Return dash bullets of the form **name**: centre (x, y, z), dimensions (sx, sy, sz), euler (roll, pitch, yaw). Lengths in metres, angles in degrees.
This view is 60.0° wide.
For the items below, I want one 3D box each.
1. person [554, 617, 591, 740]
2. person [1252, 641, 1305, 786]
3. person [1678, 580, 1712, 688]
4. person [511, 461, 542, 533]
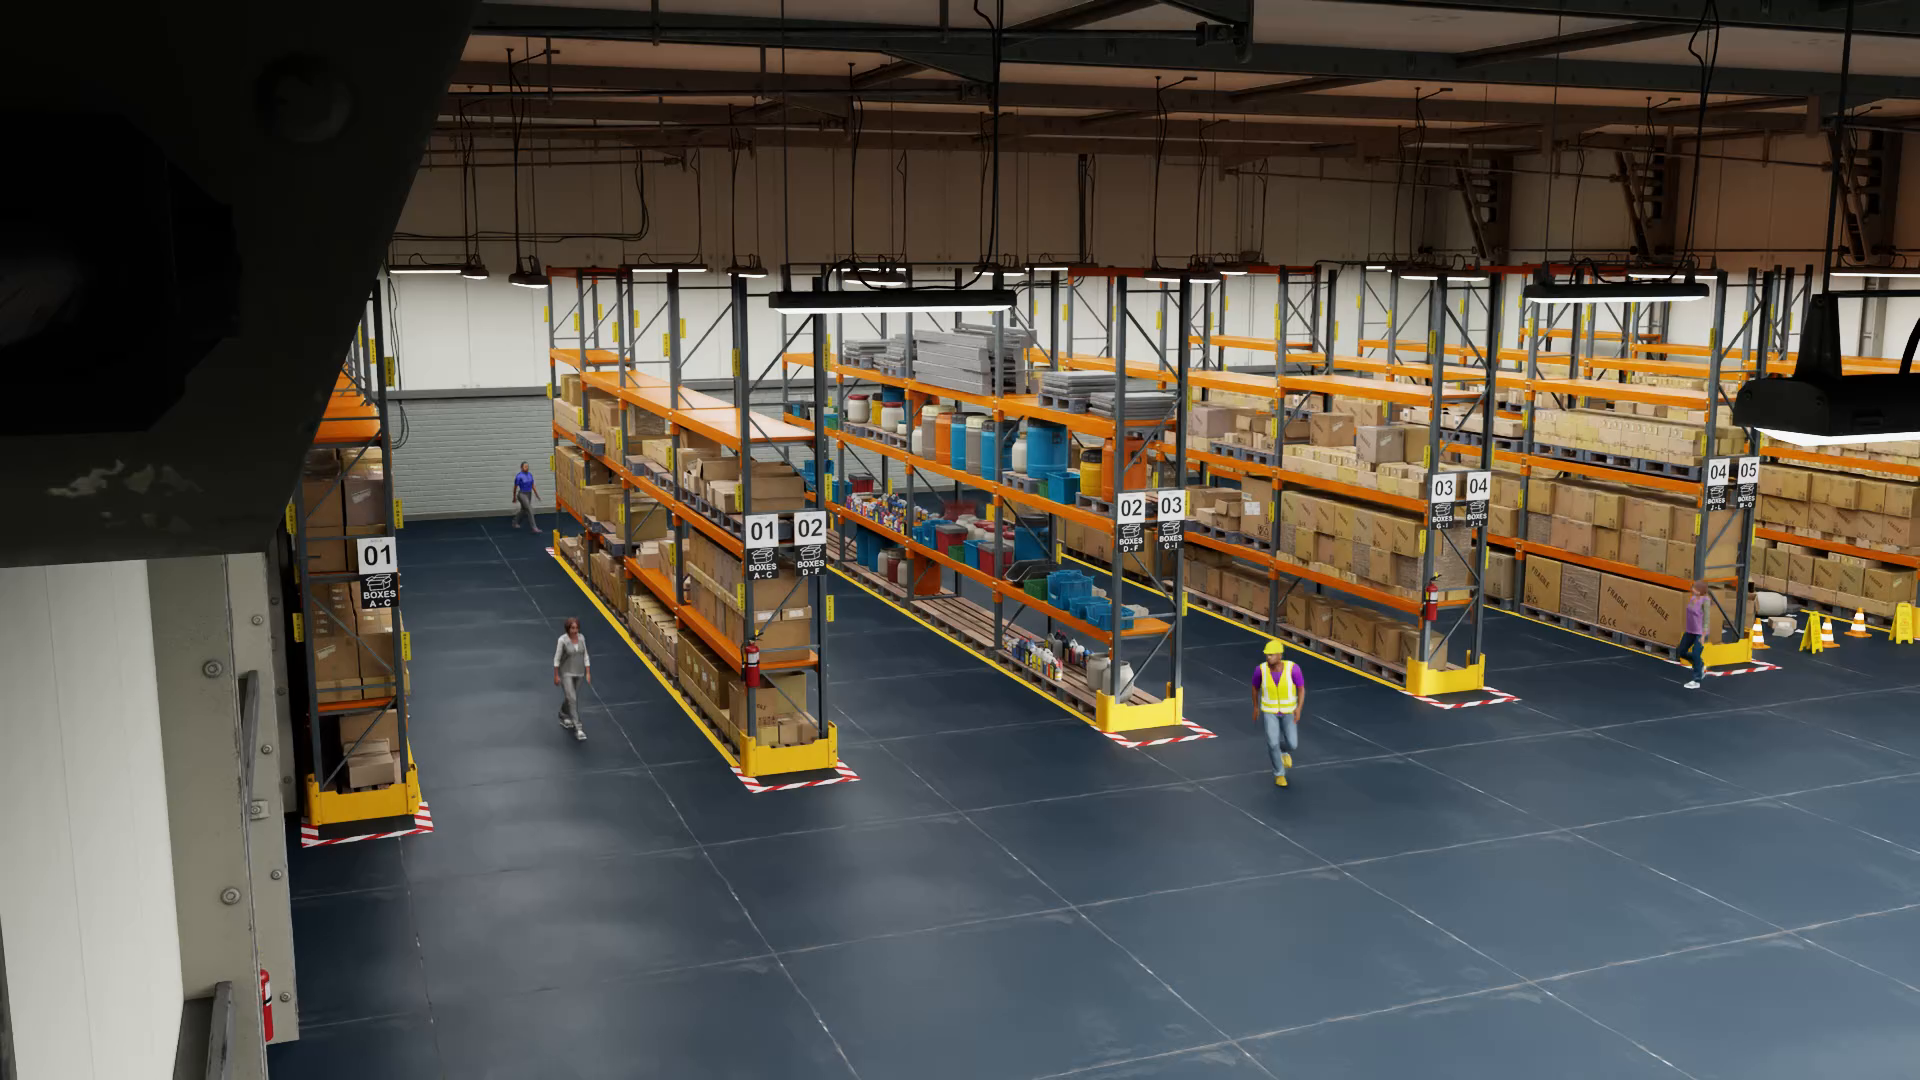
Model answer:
- **person**: centre (-5.081, 1.777, 21.862), dimensions (0.920, 1.545, 0.437), euler (9, 13, 41)
- **person**: centre (3.820, 2.043, 19.980), dimensions (0.623, 1.730, 0.655), euler (2, 10, 9)
- **person**: centre (10.755, 1.357, 24.165), dimensions (0.478, 1.588, 0.419), euler (-4, 11, -23)
- **person**: centre (-9.819, -0.987, 37.578), dimensions (1.013, 1.598, 0.470), euler (5, 11, 28)
